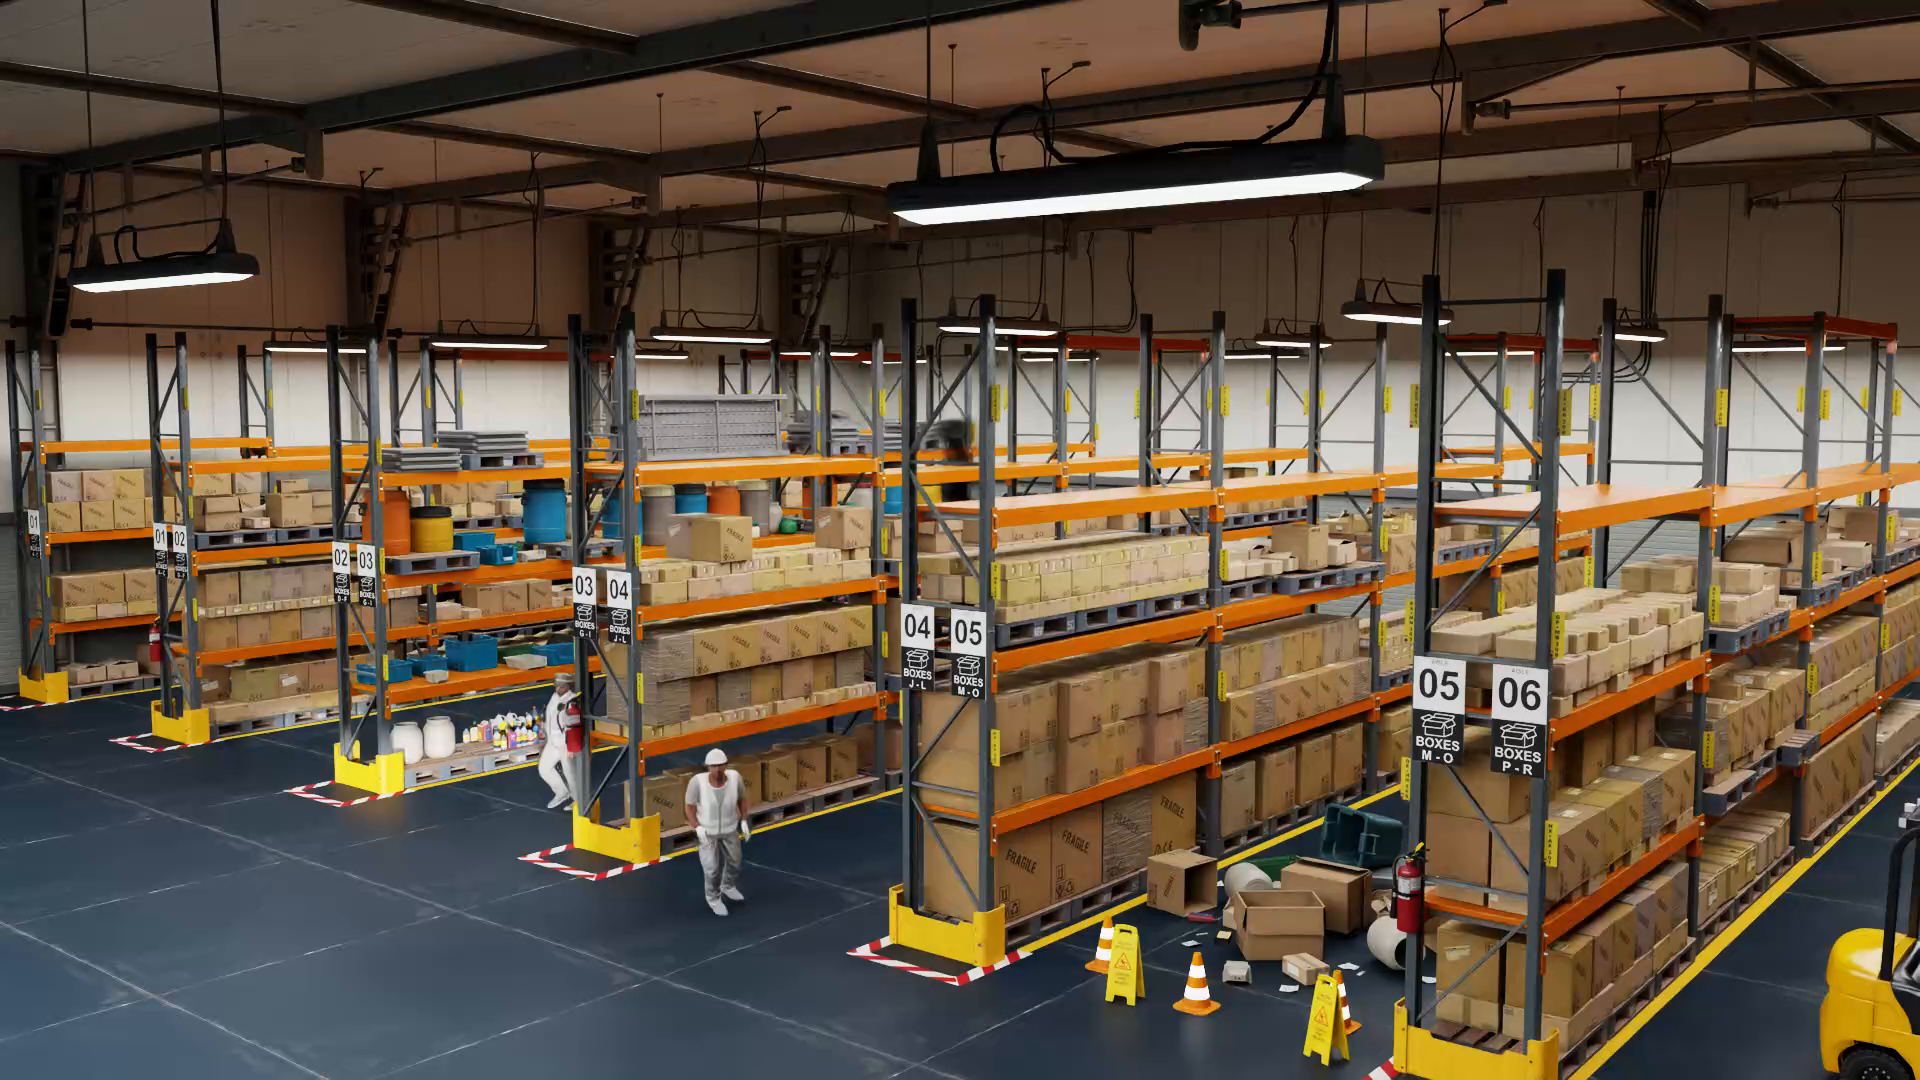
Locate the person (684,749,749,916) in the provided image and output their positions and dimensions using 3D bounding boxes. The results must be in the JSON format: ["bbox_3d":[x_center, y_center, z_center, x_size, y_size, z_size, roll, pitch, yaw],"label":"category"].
[{"bbox_3d":[-2.406,2.847,16.380,0.657,1.707,0.794,-2,6,-23],"label":"person"}]

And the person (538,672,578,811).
[{"bbox_3d":[-4.824,2.455,20.319,0.624,1.737,0.546,4,7,38],"label":"person"}]
